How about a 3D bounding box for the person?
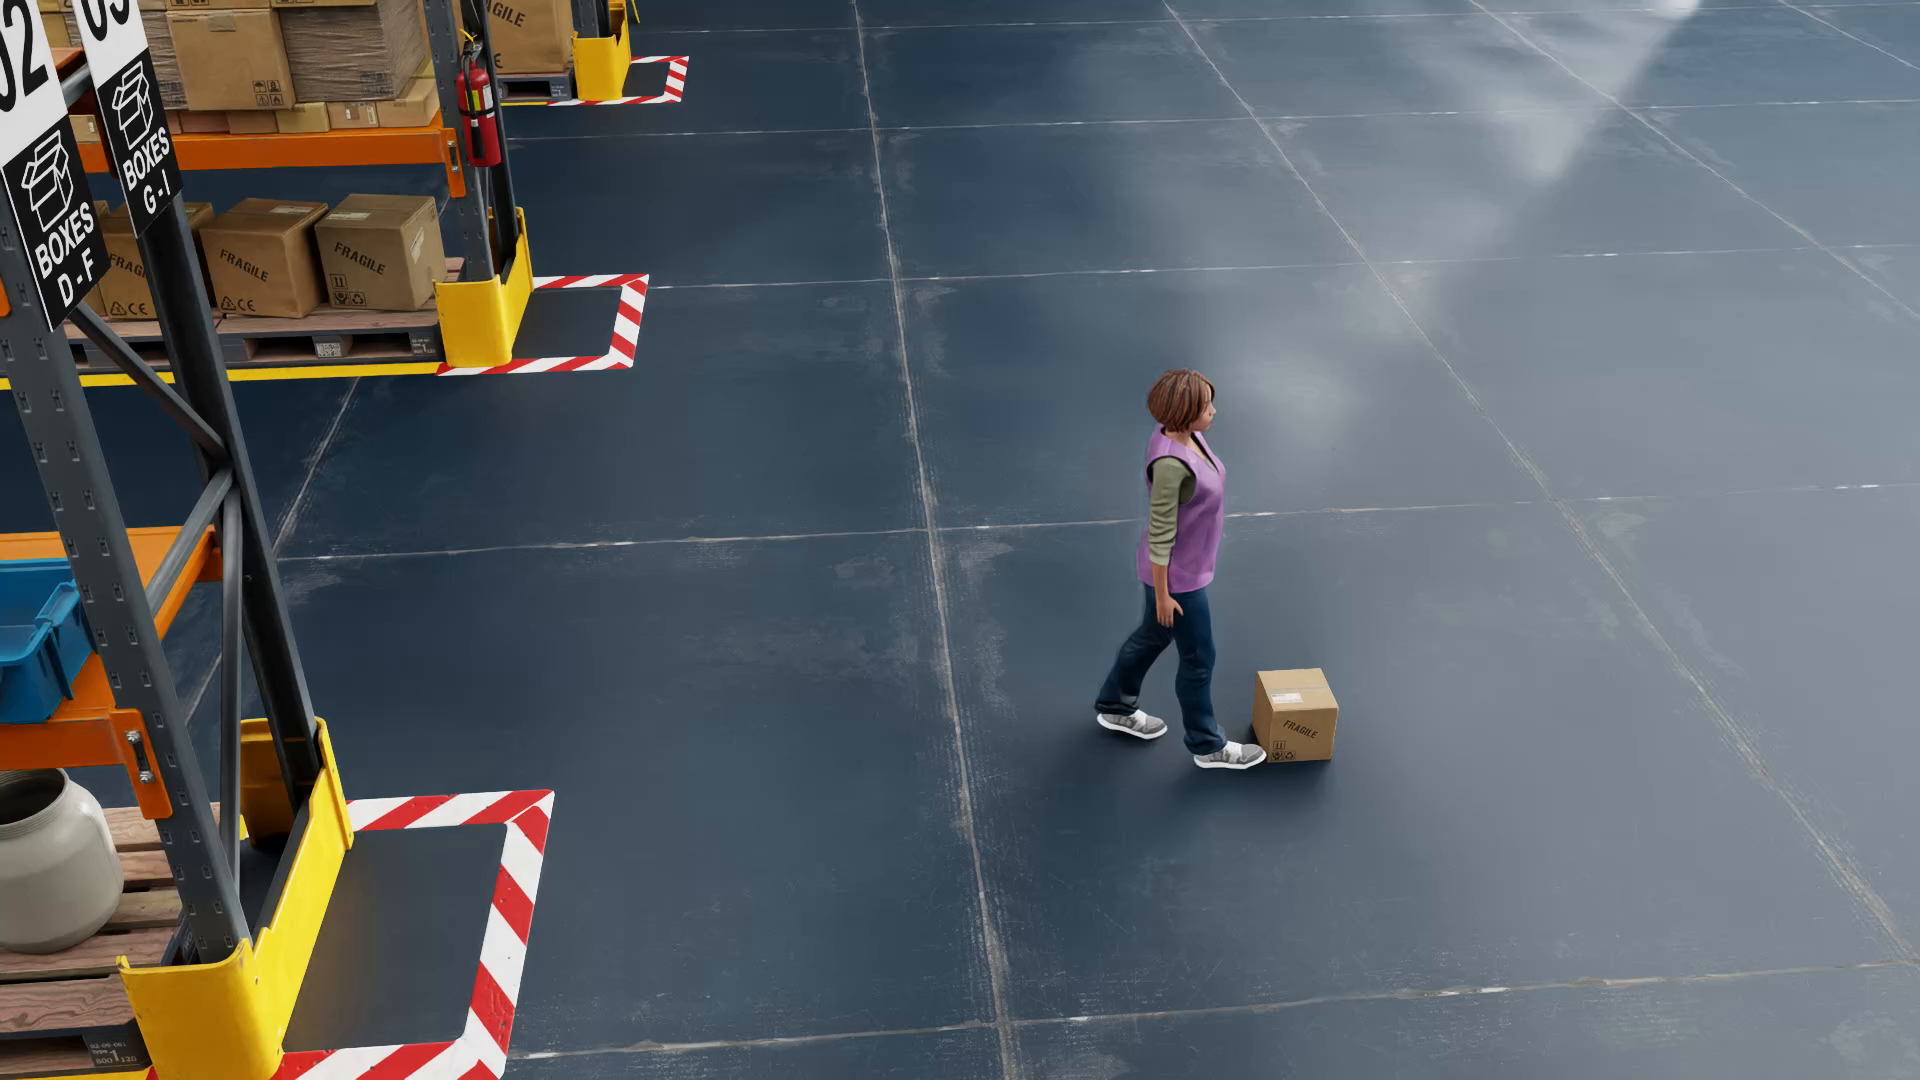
[{"bbox_3d":[0.832,0.113,5.949,0.660,1.594,0.427,5,32,8],"label":"person"}]
